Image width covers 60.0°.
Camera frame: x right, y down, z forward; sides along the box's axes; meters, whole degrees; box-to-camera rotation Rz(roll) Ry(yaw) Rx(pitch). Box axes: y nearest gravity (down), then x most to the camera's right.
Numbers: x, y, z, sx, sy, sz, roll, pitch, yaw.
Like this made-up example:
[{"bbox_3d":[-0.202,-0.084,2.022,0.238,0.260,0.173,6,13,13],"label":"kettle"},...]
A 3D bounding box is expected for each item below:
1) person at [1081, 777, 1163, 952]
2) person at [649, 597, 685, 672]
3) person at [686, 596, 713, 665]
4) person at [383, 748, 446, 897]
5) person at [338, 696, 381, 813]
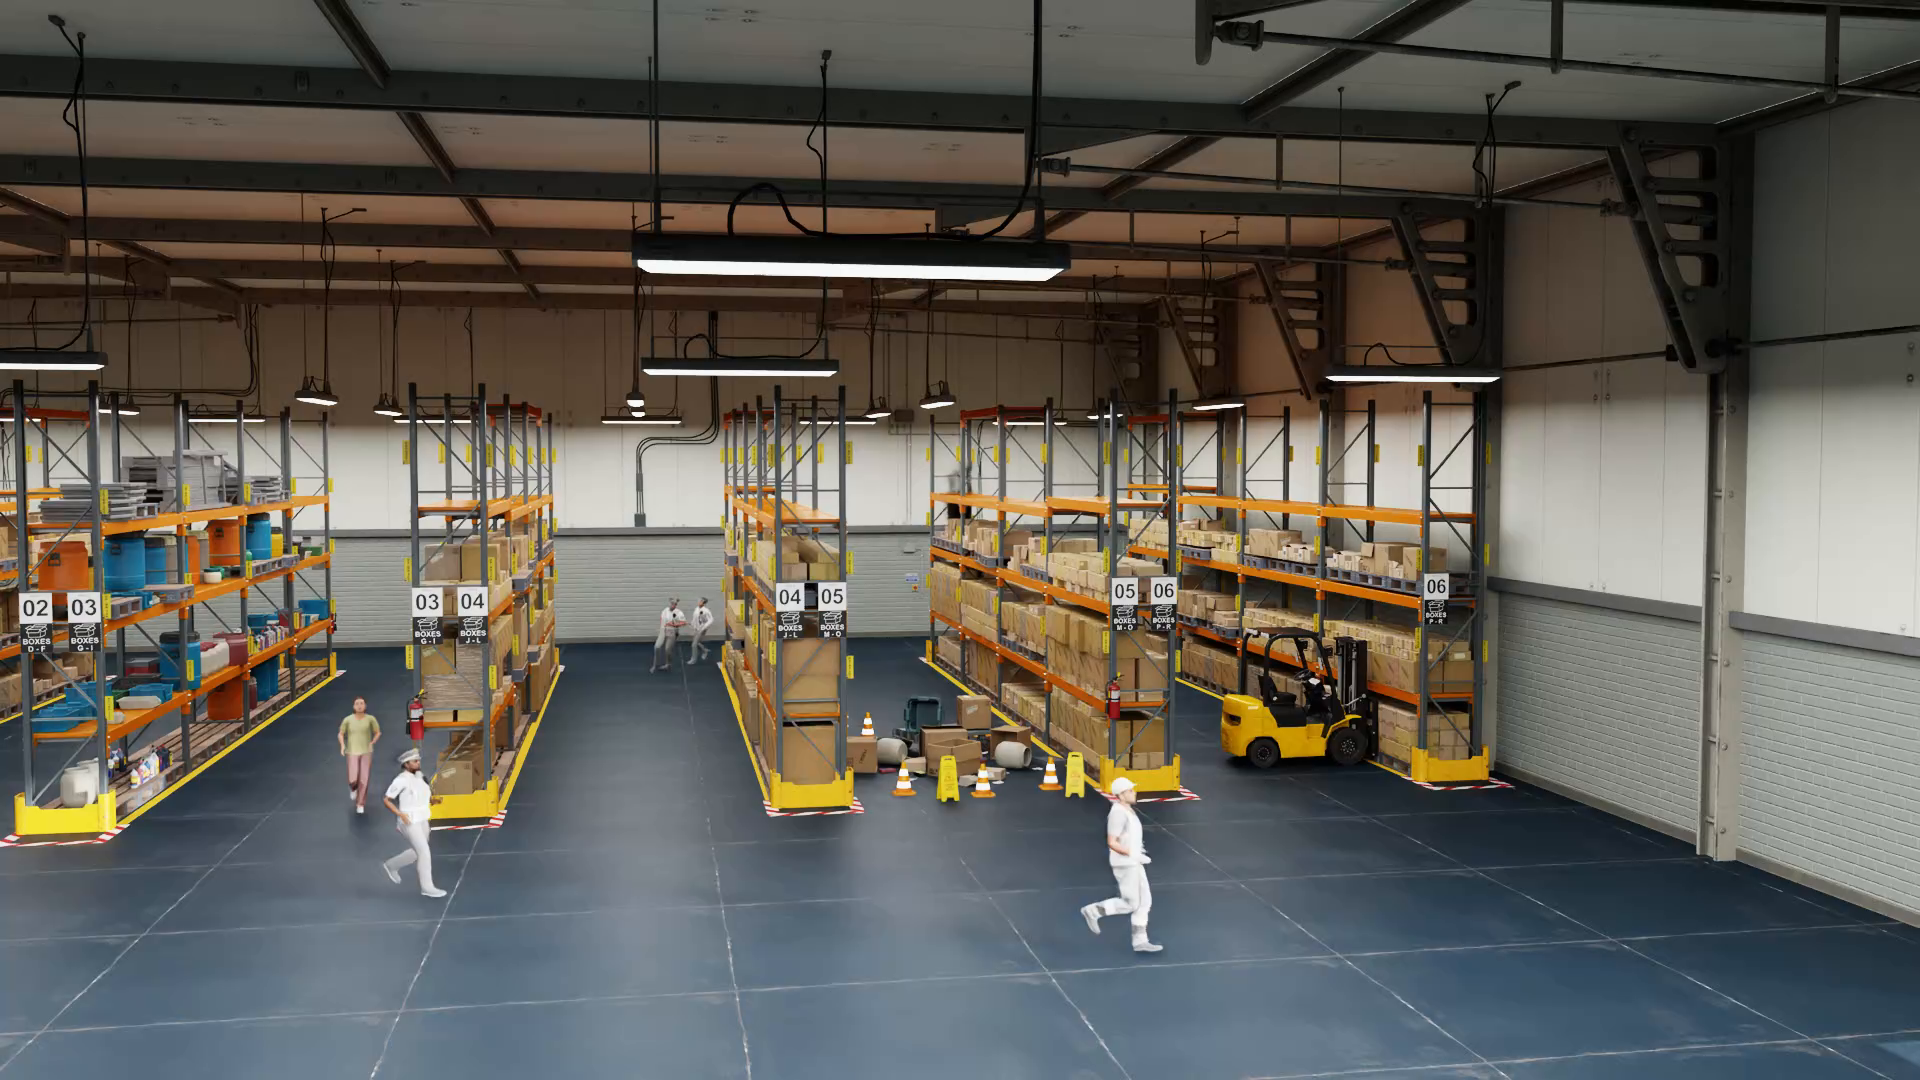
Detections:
[{"bbox_3d":[1.650,3.273,16.812,0.832,1.762,0.655,1,3,16],"label":"person"},{"bbox_3d":[-6.751,2.197,38.695,0.785,1.747,0.723,1,3,13],"label":"person"},{"bbox_3d":[-6.186,2.156,39.951,0.645,1.659,0.677,3,4,42],"label":"person"},{"bbox_3d":[-6.239,3.196,18.920,0.871,1.671,0.587,1,3,16],"label":"person"},{"bbox_3d":[-8.443,3.005,23.398,0.571,1.607,0.602,-1,3,-19],"label":"person"}]
